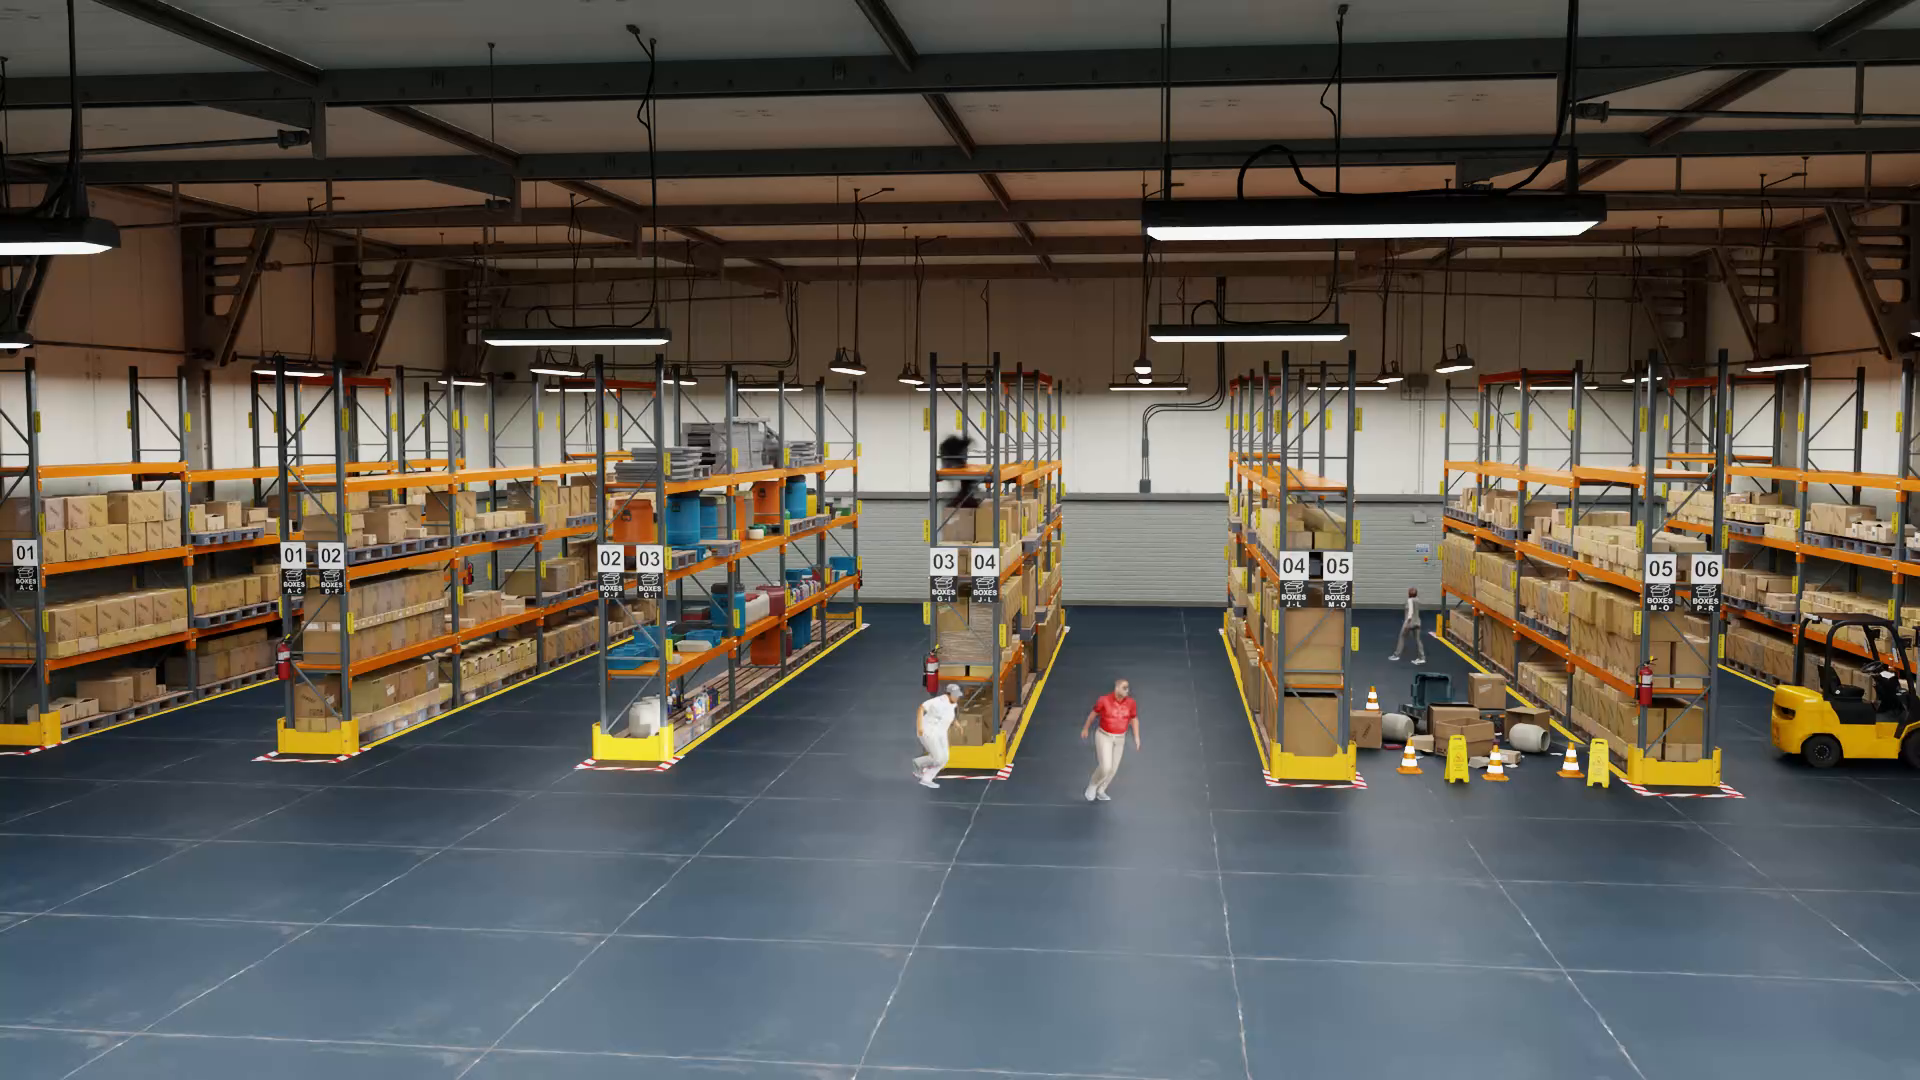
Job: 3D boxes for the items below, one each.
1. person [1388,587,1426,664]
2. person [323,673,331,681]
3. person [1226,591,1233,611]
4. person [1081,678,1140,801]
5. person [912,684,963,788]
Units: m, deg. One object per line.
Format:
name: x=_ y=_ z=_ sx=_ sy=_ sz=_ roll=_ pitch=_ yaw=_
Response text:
person: x=9.318 y=1.752 z=34.413 sx=0.497 sy=1.540 sz=0.900 roll=-3 pitch=5 yaw=-32
person: x=-11.054 y=2.075 z=29.331 sx=0.690 sy=1.711 sz=0.633 roll=0 pitch=4 yaw=3
person: x=6.883 y=1.210 z=41.017 sx=0.865 sy=1.845 sz=0.684 roll=-3 pitch=5 yaw=-38
person: x=2.001 y=2.619 z=21.856 sx=0.663 sy=1.668 sz=0.708 roll=-2 pitch=4 yaw=-22
person: x=-0.308 y=2.675 z=22.656 sx=0.837 sy=1.487 sz=0.628 roll=3 pitch=5 yaw=38
